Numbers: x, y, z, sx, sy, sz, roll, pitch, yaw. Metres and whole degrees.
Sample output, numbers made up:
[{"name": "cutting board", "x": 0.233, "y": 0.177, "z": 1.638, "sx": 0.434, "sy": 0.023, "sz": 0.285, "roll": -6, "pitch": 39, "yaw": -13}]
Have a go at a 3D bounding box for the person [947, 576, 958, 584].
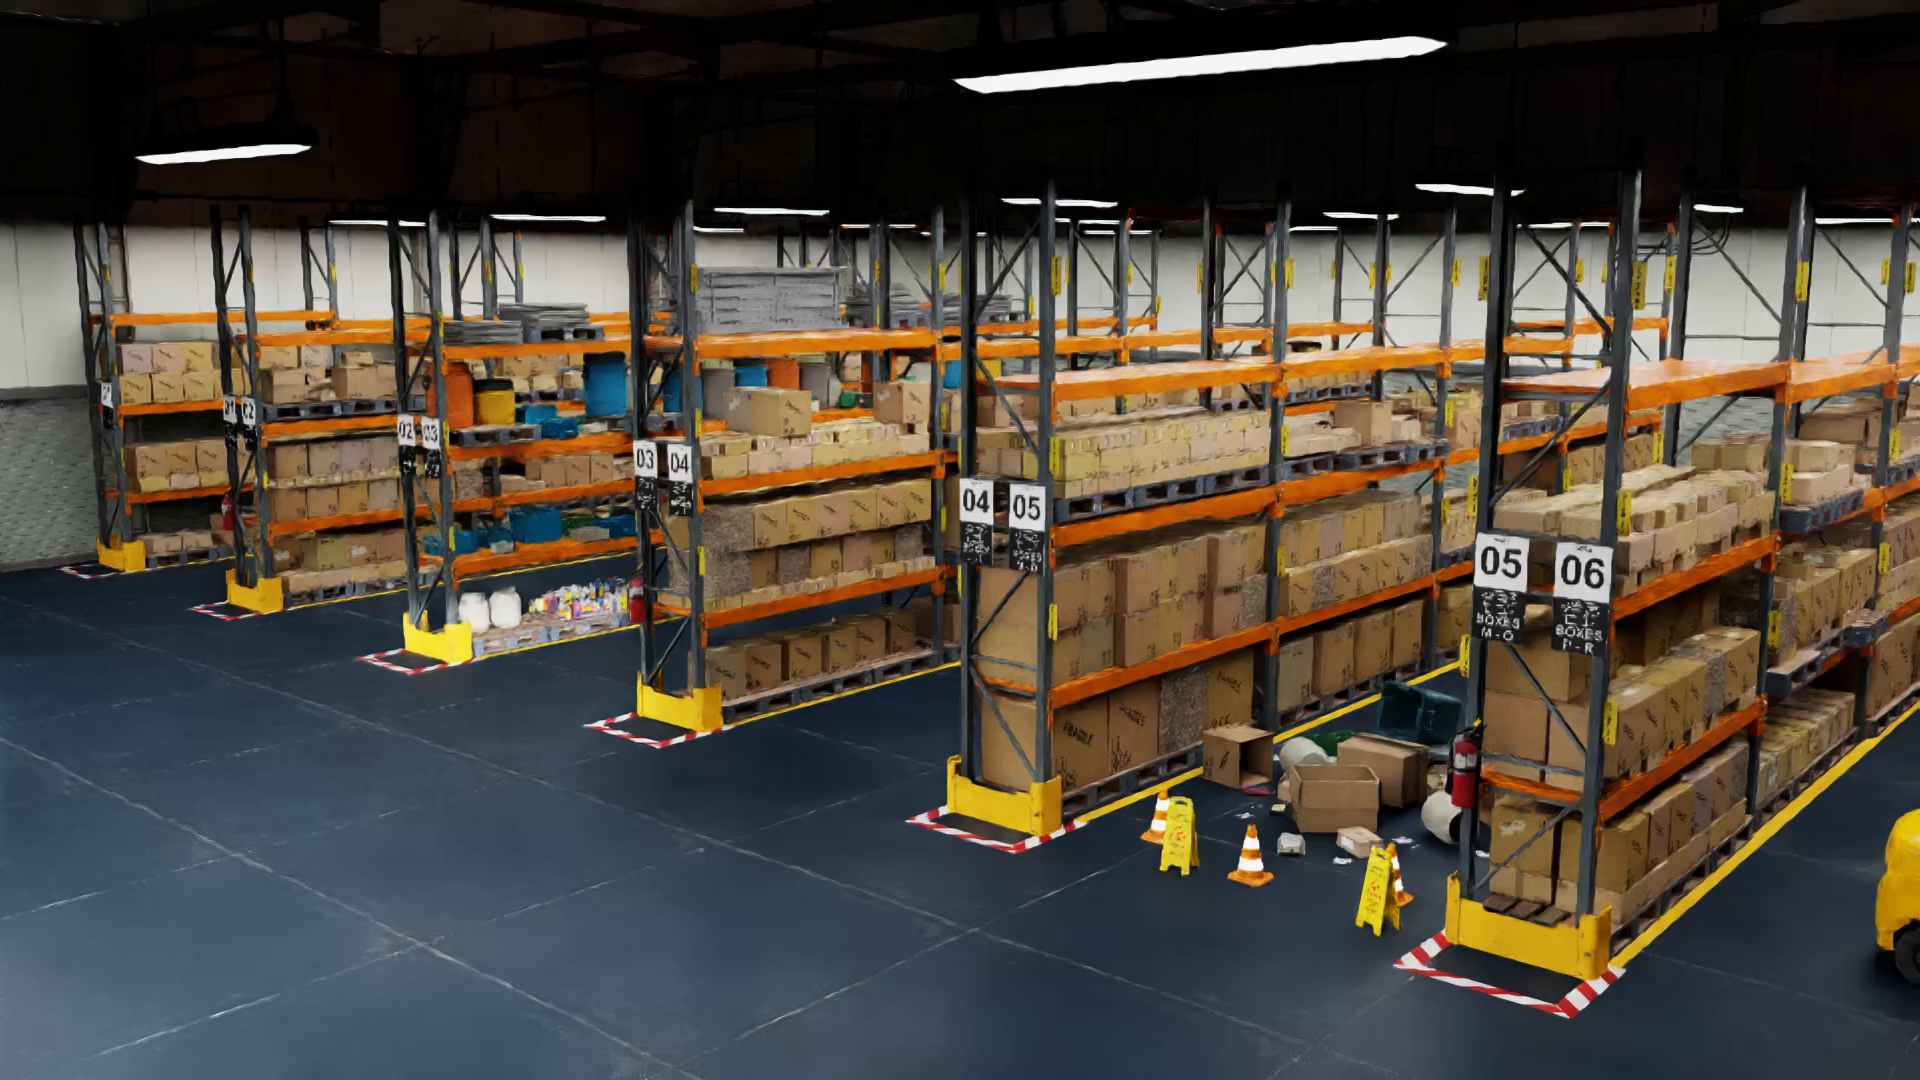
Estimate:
[{"name": "person", "x": -0.175, "y": -0.076, "z": 26.611, "sx": 0.451, "sy": 1.620, "sz": 0.573, "roll": 3, "pitch": 10, "yaw": 16}]
